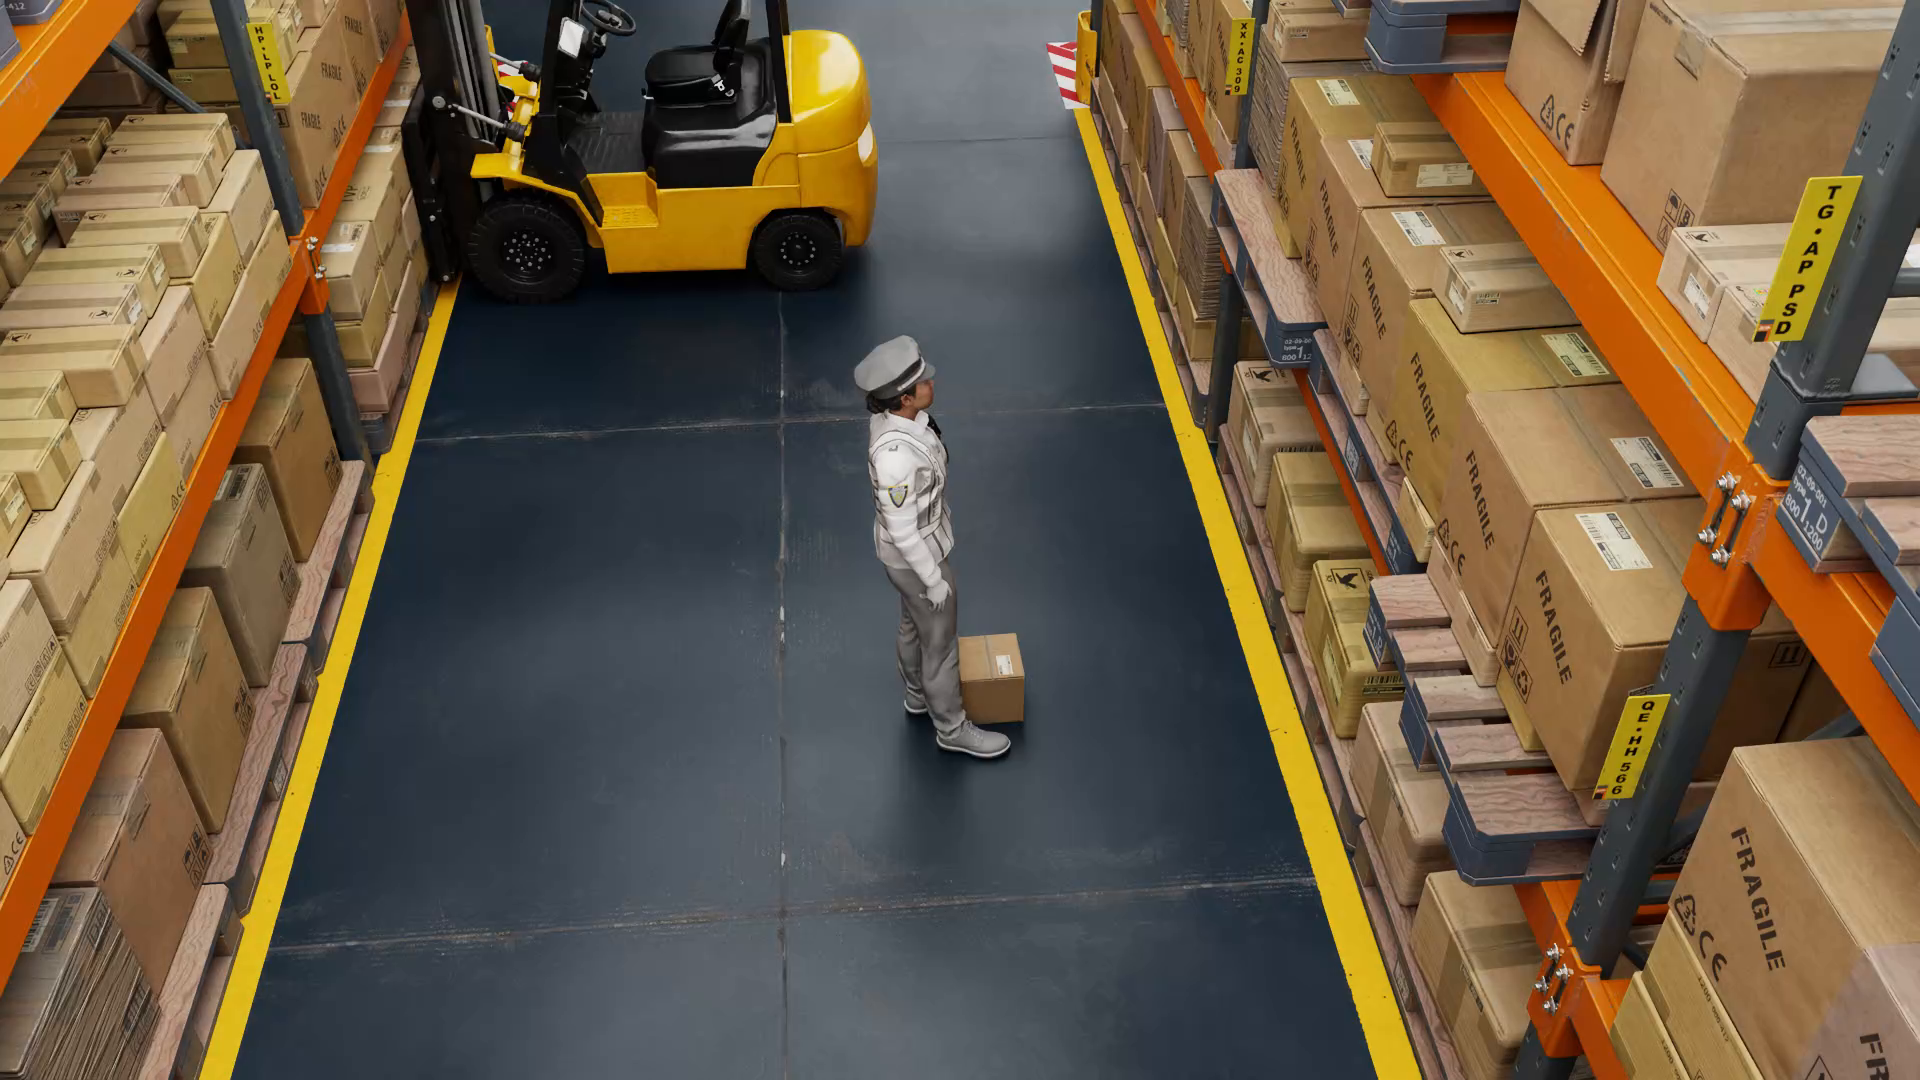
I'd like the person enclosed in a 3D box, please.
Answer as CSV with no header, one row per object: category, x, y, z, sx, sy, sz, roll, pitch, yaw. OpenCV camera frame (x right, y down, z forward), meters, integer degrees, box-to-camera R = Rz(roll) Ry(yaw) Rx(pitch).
person,-0.090,0.017,6.093,0.533,1.697,0.588,-3,39,-4
